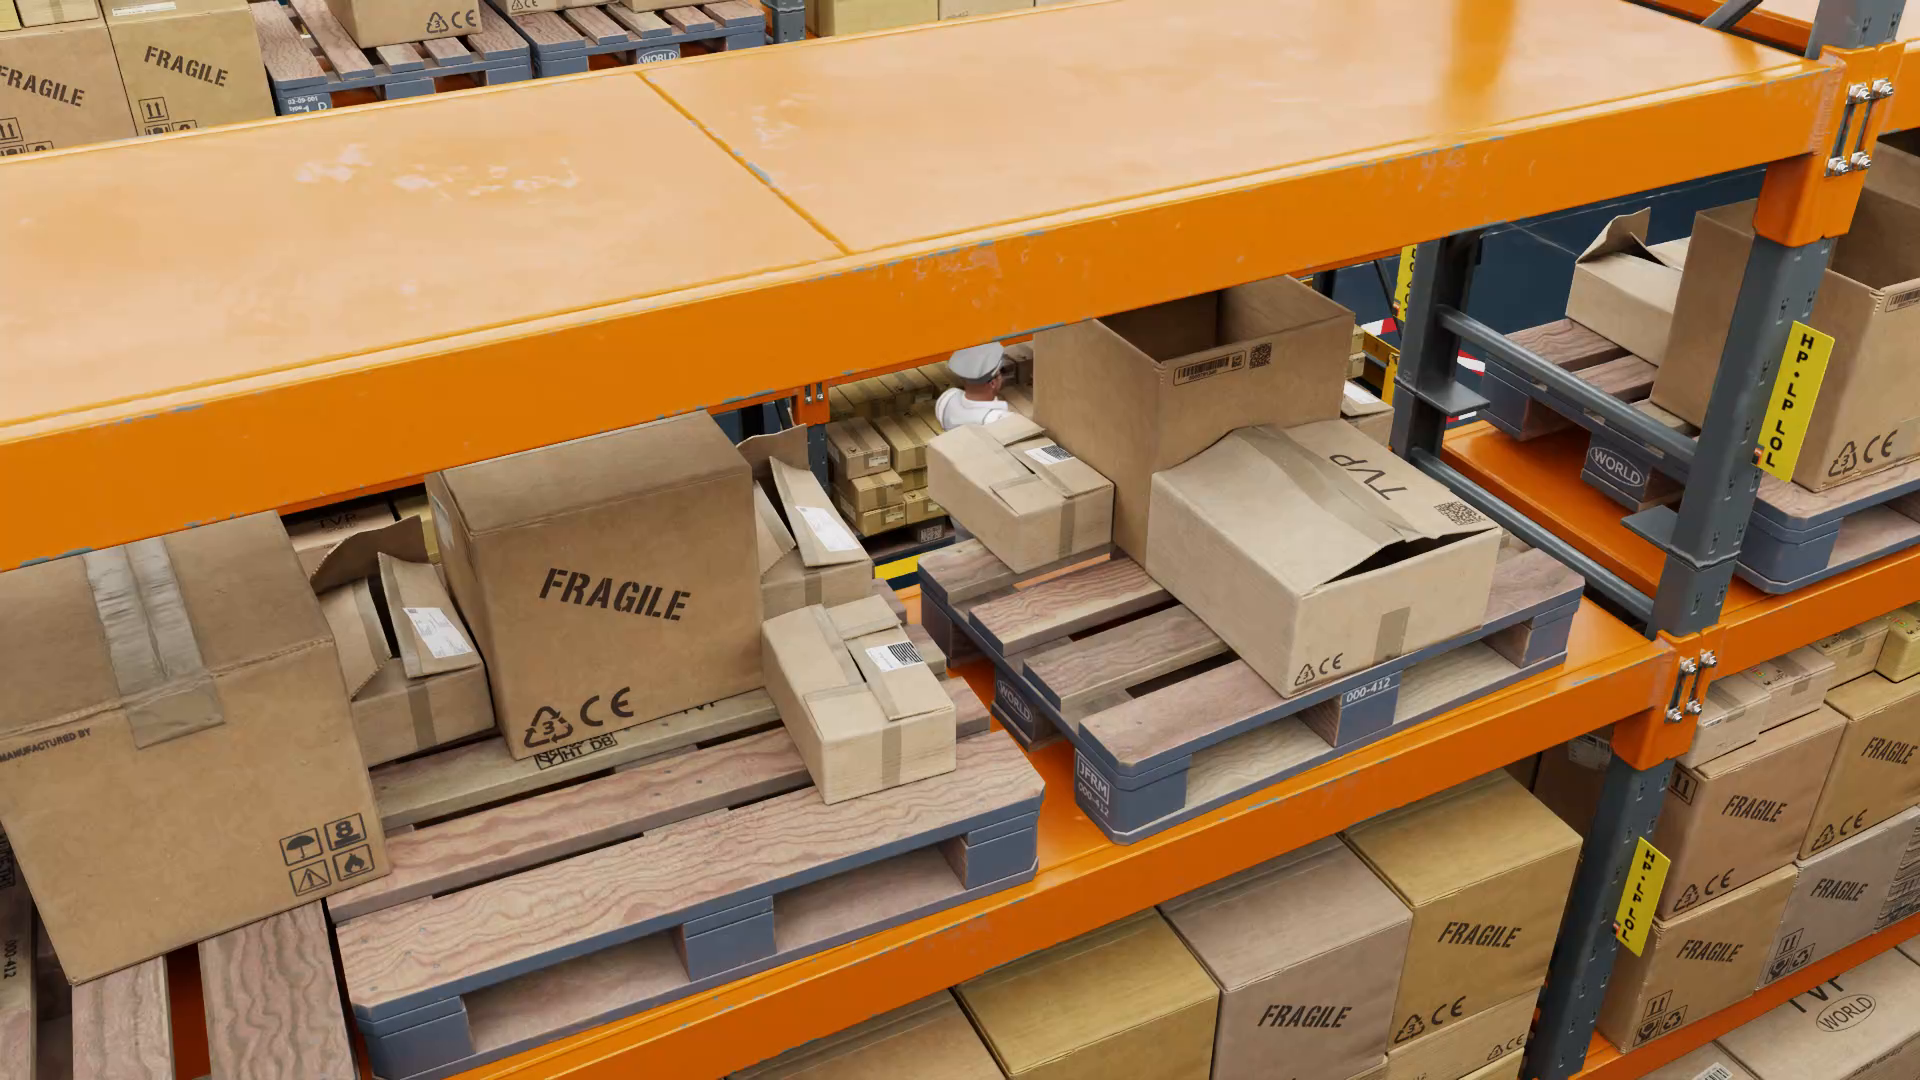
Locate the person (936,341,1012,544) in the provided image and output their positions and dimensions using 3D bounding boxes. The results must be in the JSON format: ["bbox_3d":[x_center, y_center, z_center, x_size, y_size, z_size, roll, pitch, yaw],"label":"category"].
[{"bbox_3d":[0.205,-0.178,7.872,0.564,1.767,0.494,-24,40,-33],"label":"person"}]
